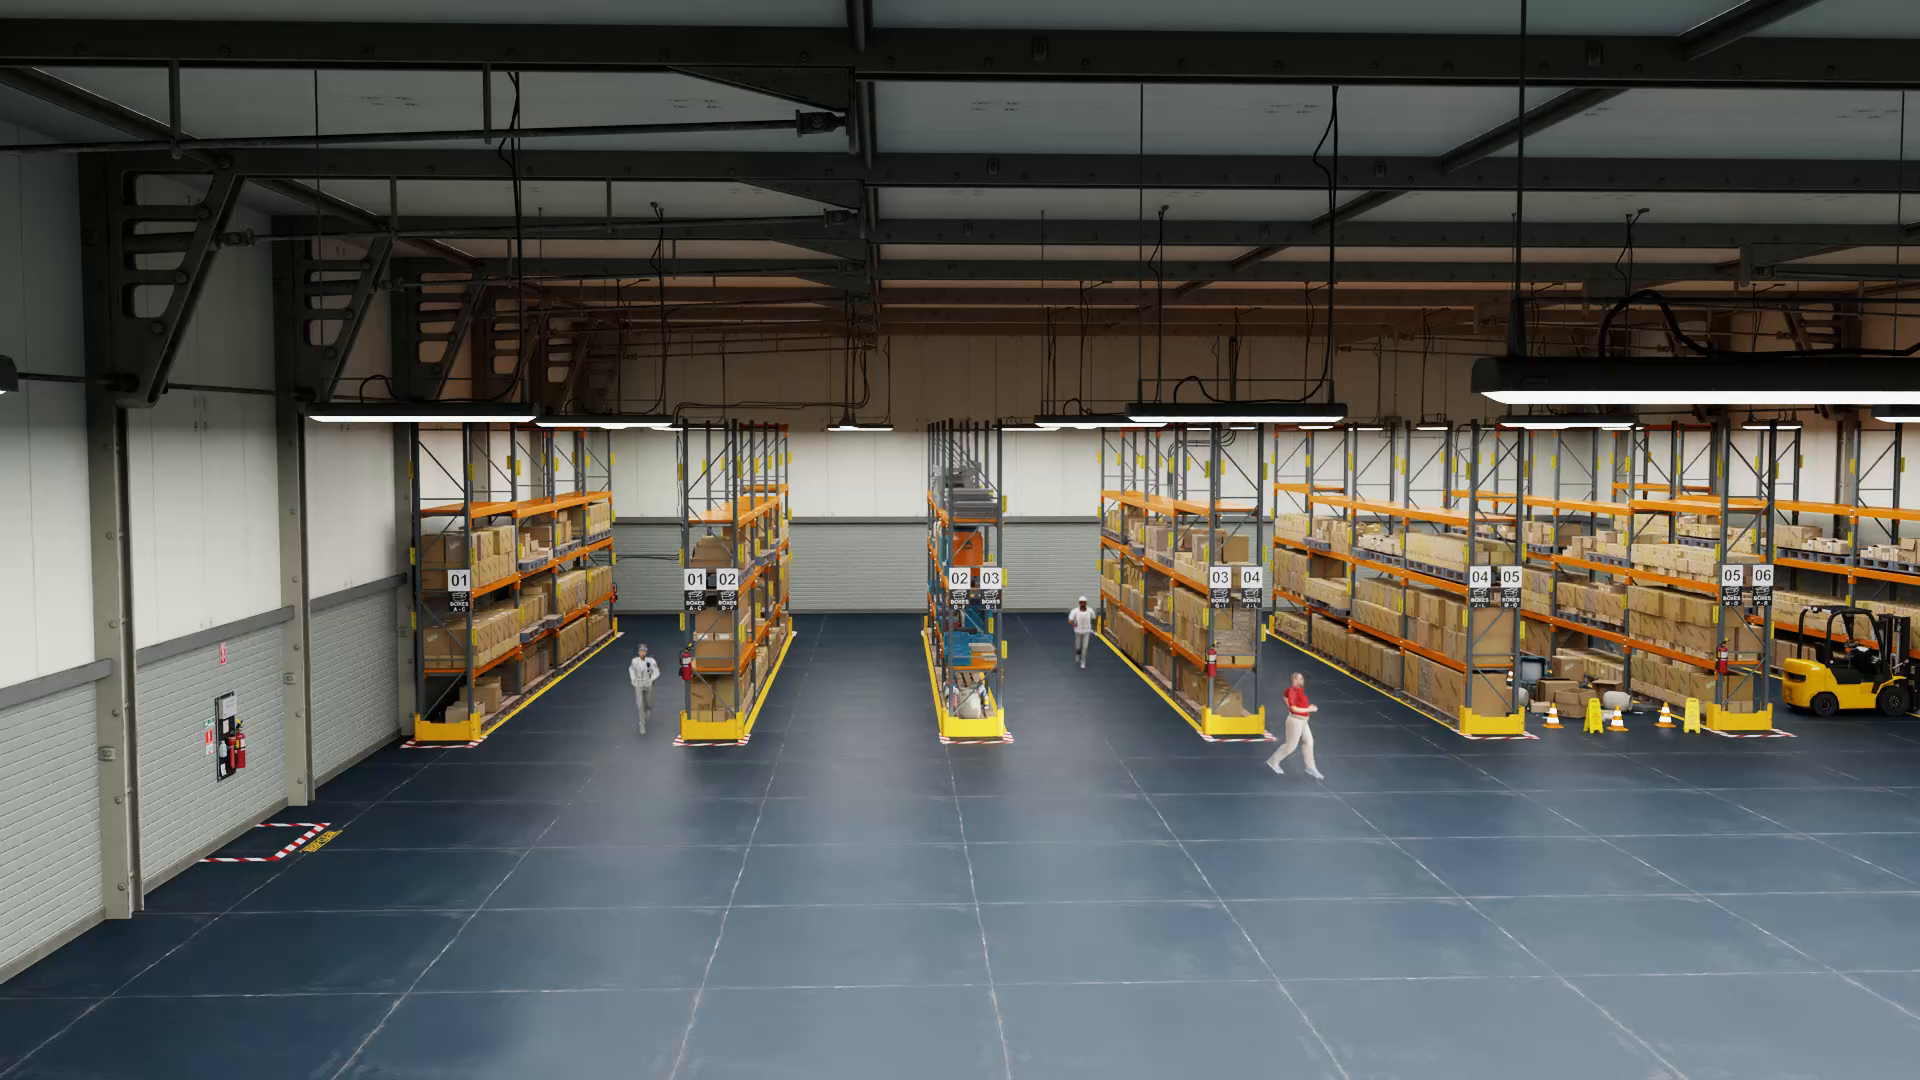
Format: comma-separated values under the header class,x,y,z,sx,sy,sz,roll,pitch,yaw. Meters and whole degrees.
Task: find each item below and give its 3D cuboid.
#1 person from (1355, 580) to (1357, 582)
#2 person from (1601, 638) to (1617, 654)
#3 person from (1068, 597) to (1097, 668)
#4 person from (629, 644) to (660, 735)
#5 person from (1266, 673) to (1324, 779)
class,x,y,z,sx,sy,sz,roll,pitch,yaw
person,10.968,1.937,46.433,0.579,1.656,0.678,0,4,-1
person,16.360,2.265,41.934,0.546,1.562,0.496,-1,4,-10
person,2.999,2.247,40.714,0.713,1.734,0.737,0,4,0
person,-6.090,2.846,32.119,0.578,1.715,1.077,-1,4,-12
person,5.576,3.083,27.637,0.938,1.763,0.646,2,4,24
